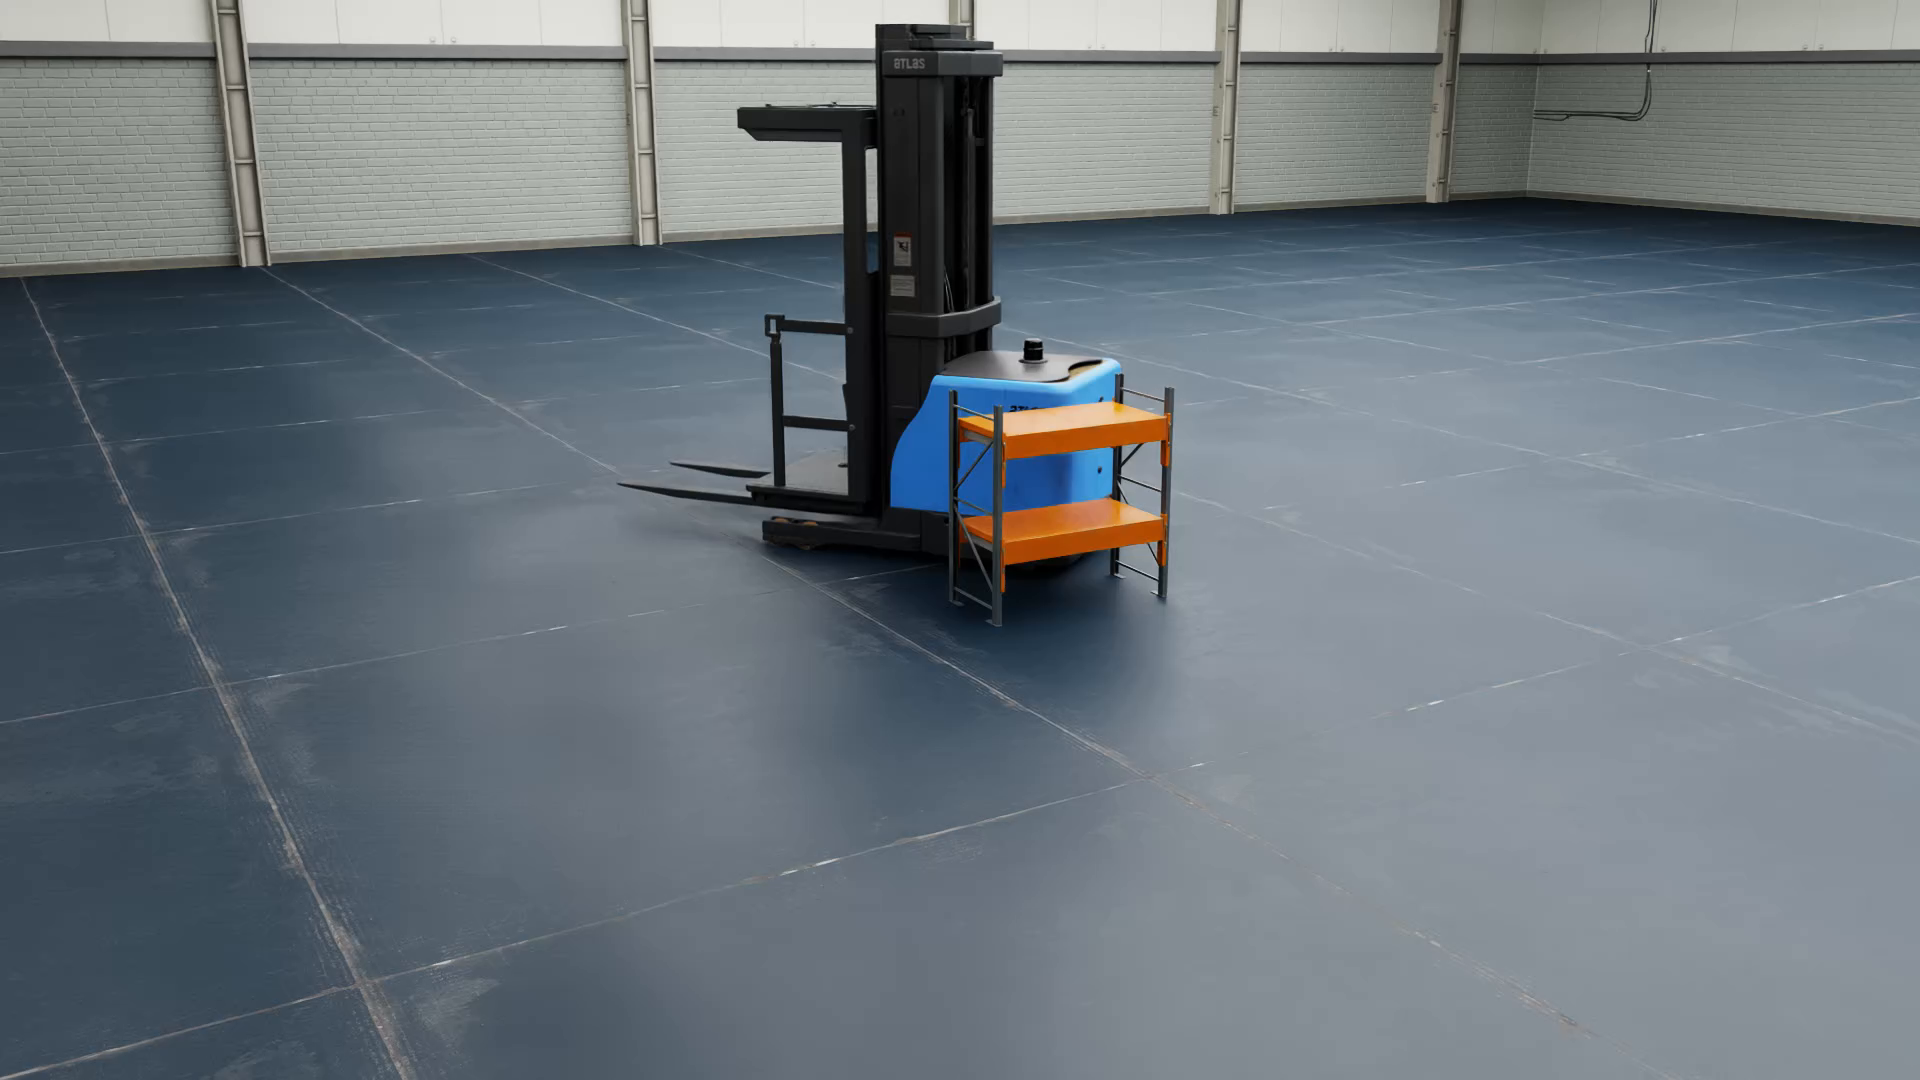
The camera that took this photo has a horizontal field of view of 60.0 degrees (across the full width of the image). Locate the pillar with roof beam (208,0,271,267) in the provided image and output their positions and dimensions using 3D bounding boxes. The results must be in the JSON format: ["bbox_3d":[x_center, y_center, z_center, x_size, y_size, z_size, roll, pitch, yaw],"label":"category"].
[{"bbox_3d":[-8.020,-7.329,19.384,0.400,9.000,9.100,-9,18,-30],"label":"pillar with roof beam"}]

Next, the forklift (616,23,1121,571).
[{"bbox_3d":[-0.615,-1.476,9.746,3.031,2.935,1.130,6,17,22],"label":"forklift"}]

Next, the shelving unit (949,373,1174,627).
[{"bbox_3d":[0.521,-0.230,8.647,1.048,1.125,0.538,-8,18,-28],"label":"shelving unit"}]

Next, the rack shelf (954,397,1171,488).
[{"bbox_3d":[0.521,-0.512,8.568,1.000,0.278,0.538,-8,18,-28],"label":"rack shelf"}]

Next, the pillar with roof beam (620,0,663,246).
[{"bbox_3d":[-2.877,-8.163,22.359,0.400,9.000,9.100,-9,18,-30],"label":"pillar with roof beam"}]

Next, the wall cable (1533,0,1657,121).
[{"bbox_3d":[13.542,-10.270,35.627,0.112,2.526,3.097,-9,18,-30],"label":"wall cable"}]

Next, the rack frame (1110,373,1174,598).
[{"bbox_3d":[0.967,-0.296,8.883,0.032,1.125,0.500,-8,18,-28],"label":"rack frame"}]

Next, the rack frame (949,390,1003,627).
[{"bbox_3d":[0.076,-0.164,8.410,0.032,1.125,0.500,-8,18,-28],"label":"rack frame"}]

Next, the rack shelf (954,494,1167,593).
[{"bbox_3d":[0.521,0.005,8.713,1.000,0.278,0.538,-8,18,-28],"label":"rack shelf"}]

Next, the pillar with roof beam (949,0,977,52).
[{"bbox_3d":[2.267,-8.997,25.334,0.400,9.000,9.100,-9,18,-30],"label":"pillar with roof beam"}]

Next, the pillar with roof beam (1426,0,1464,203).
[{"bbox_3d":[12.553,-10.665,31.285,0.400,9.000,9.100,-9,18,-30],"label":"pillar with roof beam"}]

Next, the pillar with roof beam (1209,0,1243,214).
[{"bbox_3d":[7.410,-9.831,28.310,0.400,9.000,9.100,-9,18,-30],"label":"pillar with roof beam"}]
